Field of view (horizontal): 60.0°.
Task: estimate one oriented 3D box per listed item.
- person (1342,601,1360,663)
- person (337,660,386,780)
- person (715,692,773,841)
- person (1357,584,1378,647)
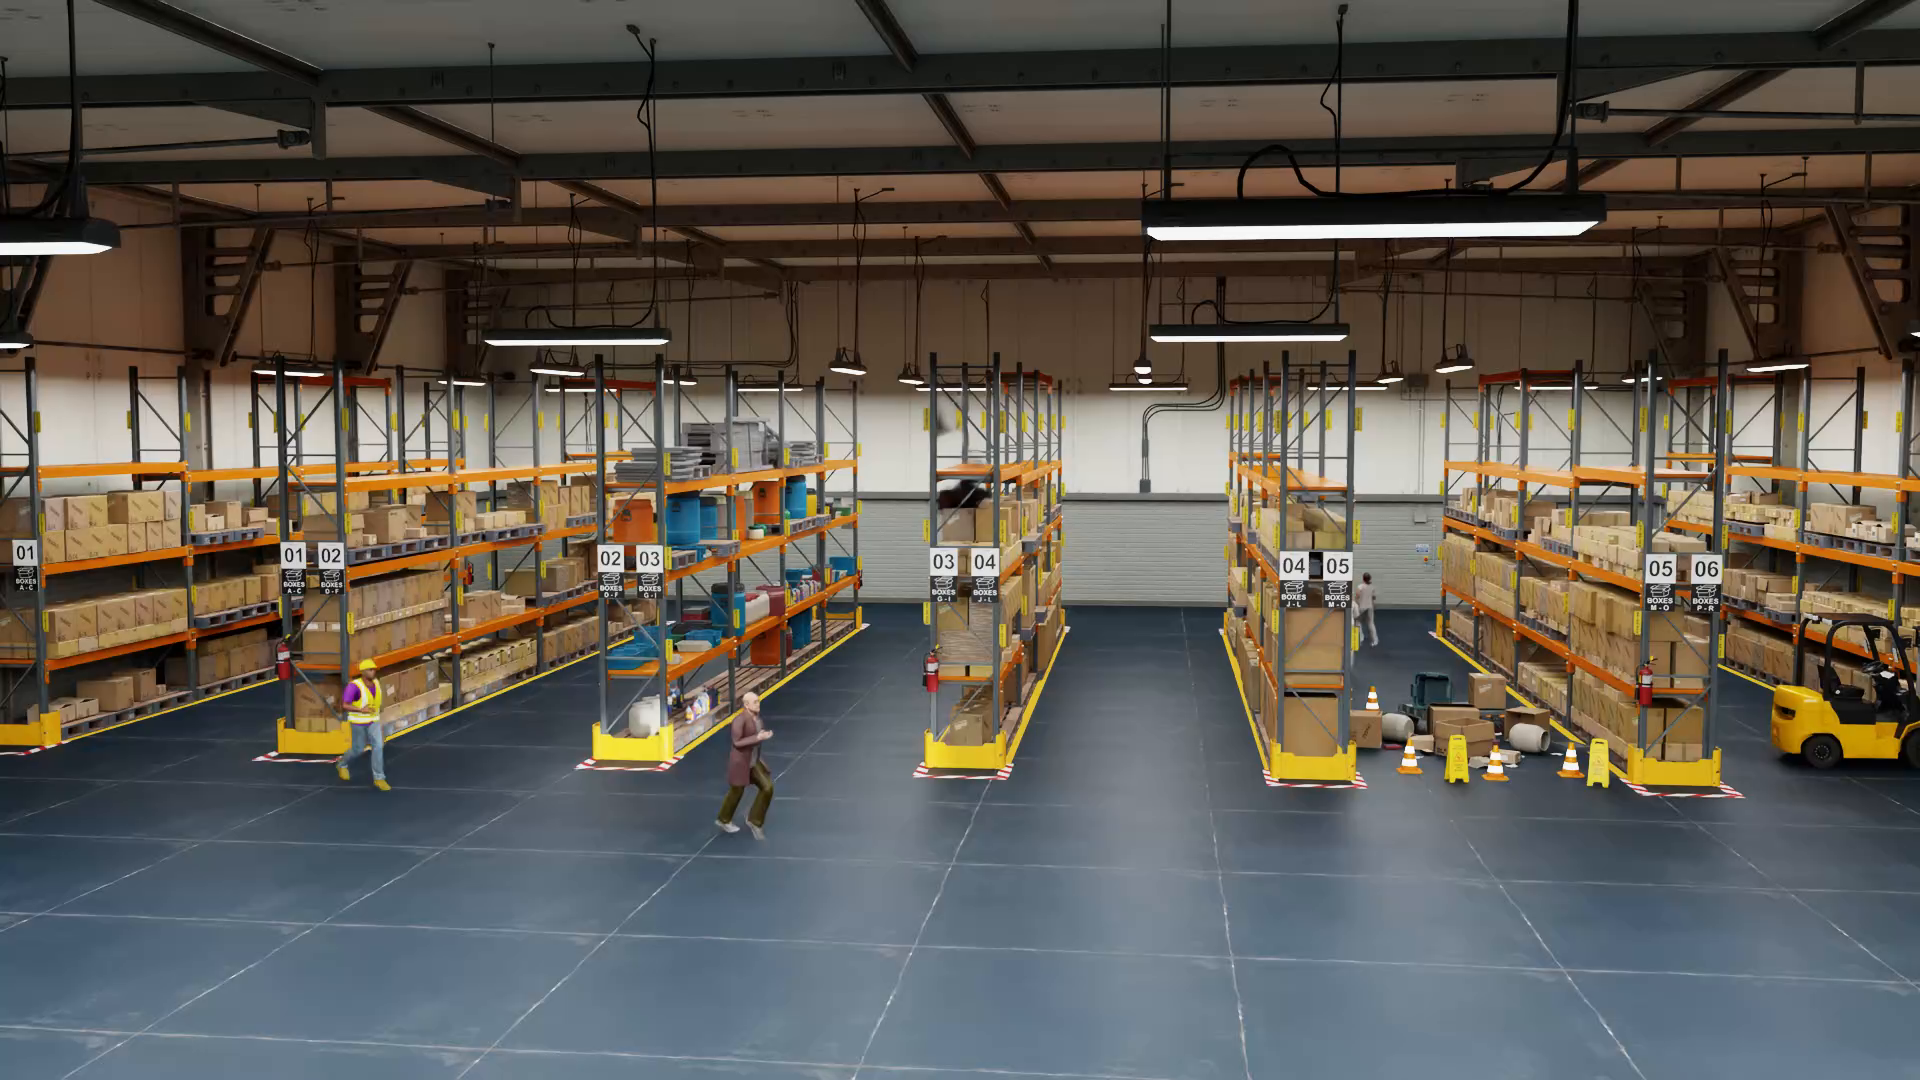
[{"bbox_3d":[7.723,1.727,33.310,0.598,1.602,0.828,0,4,3],"label":"person"},{"bbox_3d":[-8.215,2.450,22.781,0.864,1.655,0.727,2,5,29],"label":"person"},{"bbox_3d":[-2.589,2.725,19.948,0.904,1.842,0.632,3,5,34],"label":"person"},{"bbox_3d":[8.995,1.693,36.713,0.525,1.451,0.701,-1,4,-7],"label":"person"}]
